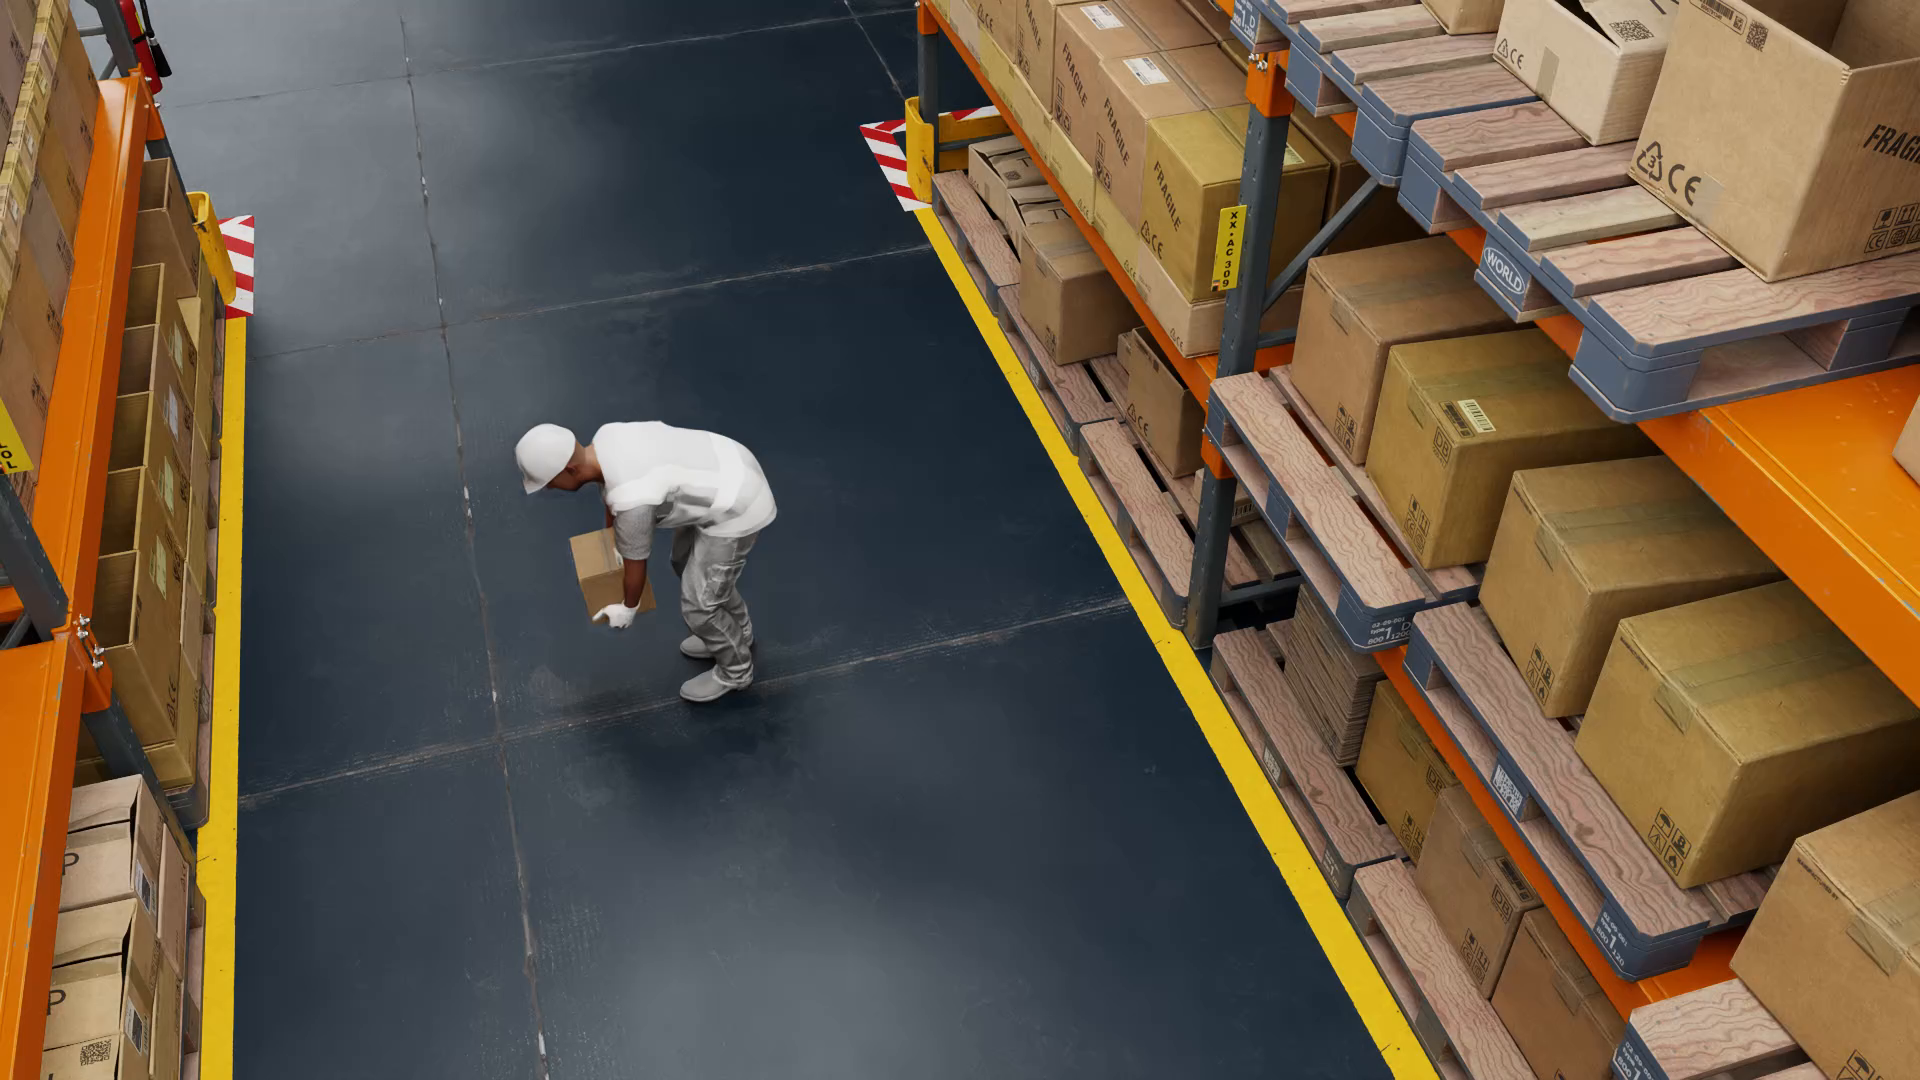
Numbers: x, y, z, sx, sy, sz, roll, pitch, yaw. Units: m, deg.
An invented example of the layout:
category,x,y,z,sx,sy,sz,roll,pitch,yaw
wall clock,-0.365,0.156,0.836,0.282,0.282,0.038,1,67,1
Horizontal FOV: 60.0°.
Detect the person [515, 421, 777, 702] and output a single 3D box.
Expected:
category,x,y,z,sx,sy,sz,roll,pitch,yaw
person,-1.144,0.053,6.373,0.896,1.397,0.499,-13,43,-14
